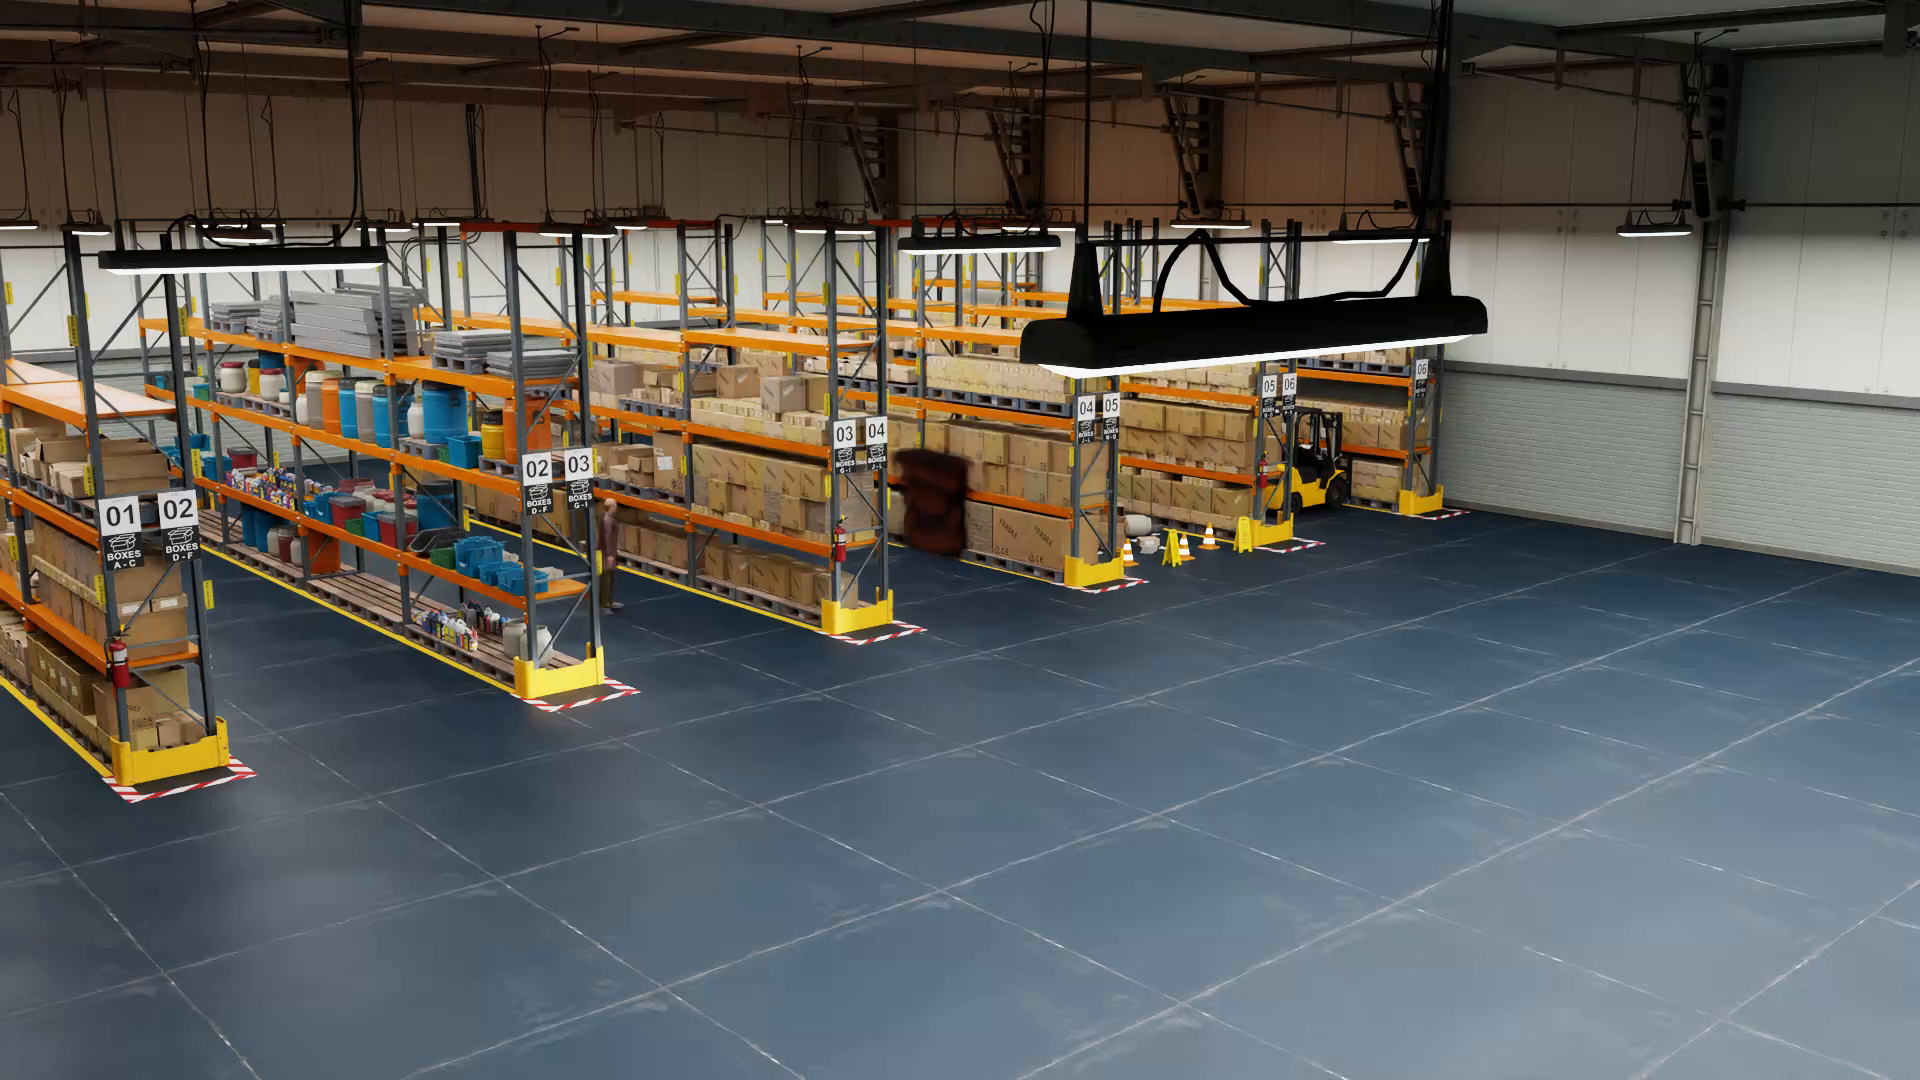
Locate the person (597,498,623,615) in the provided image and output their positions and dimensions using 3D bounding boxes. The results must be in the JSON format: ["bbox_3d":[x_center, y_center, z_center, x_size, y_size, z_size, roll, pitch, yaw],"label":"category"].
[{"bbox_3d":[-5.554,0.263,26.200,0.387,1.840,0.583,0,11,1],"label":"person"}]
